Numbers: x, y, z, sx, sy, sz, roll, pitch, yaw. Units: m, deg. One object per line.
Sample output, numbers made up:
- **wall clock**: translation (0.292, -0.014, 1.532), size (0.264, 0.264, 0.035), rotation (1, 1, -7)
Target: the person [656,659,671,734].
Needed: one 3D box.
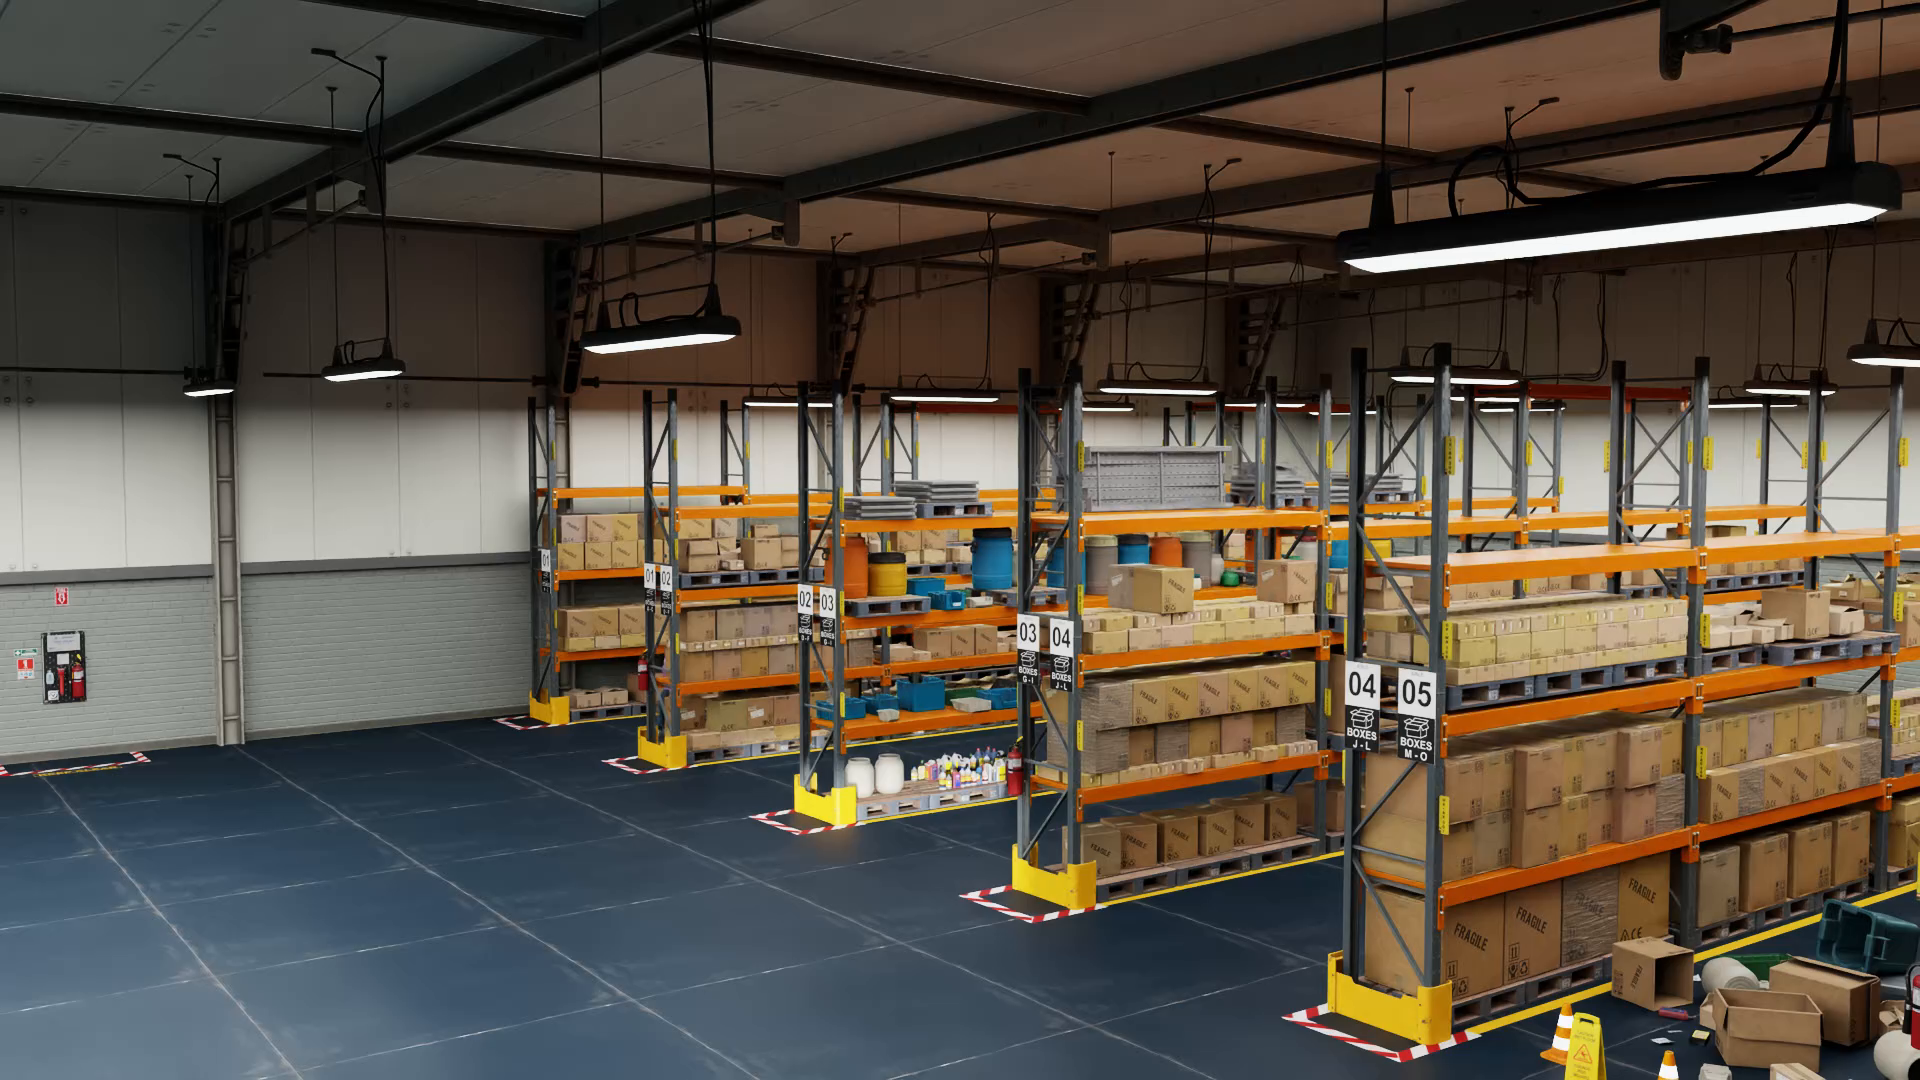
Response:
- **person**: translation (-5.108, 2.639, 29.299), size (0.438, 1.561, 0.874), rotation (1, 3, 14)
